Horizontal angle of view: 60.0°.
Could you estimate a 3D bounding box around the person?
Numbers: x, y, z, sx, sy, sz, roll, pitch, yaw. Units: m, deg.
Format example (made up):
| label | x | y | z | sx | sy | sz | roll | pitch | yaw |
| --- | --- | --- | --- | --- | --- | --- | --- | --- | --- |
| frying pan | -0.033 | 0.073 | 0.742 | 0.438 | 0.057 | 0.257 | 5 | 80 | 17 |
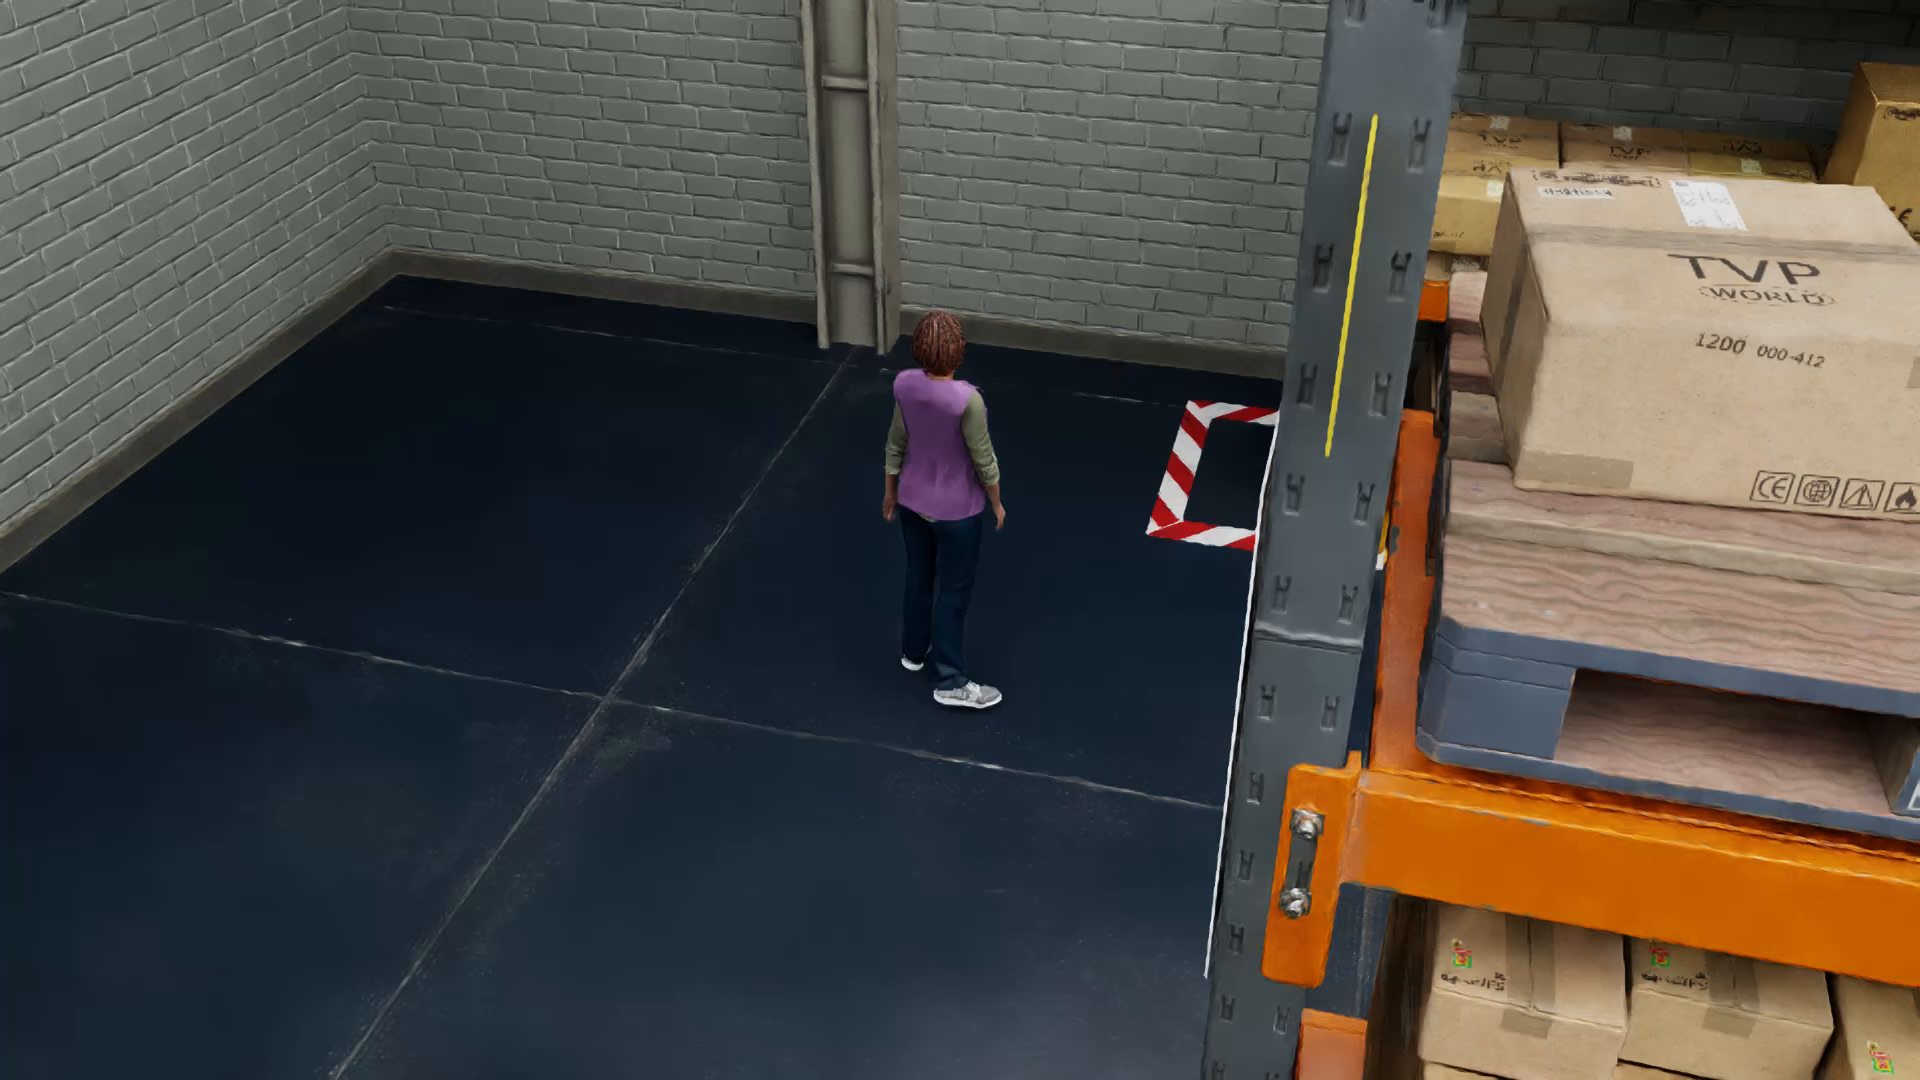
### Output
| label | x | y | z | sx | sy | sz | roll | pitch | yaw |
| --- | --- | --- | --- | --- | --- | --- | --- | --- | --- |
| person | -0.050 | -0.110 | 6.293 | 0.551 | 1.604 | 0.370 | 21 | 39 | 29 |
